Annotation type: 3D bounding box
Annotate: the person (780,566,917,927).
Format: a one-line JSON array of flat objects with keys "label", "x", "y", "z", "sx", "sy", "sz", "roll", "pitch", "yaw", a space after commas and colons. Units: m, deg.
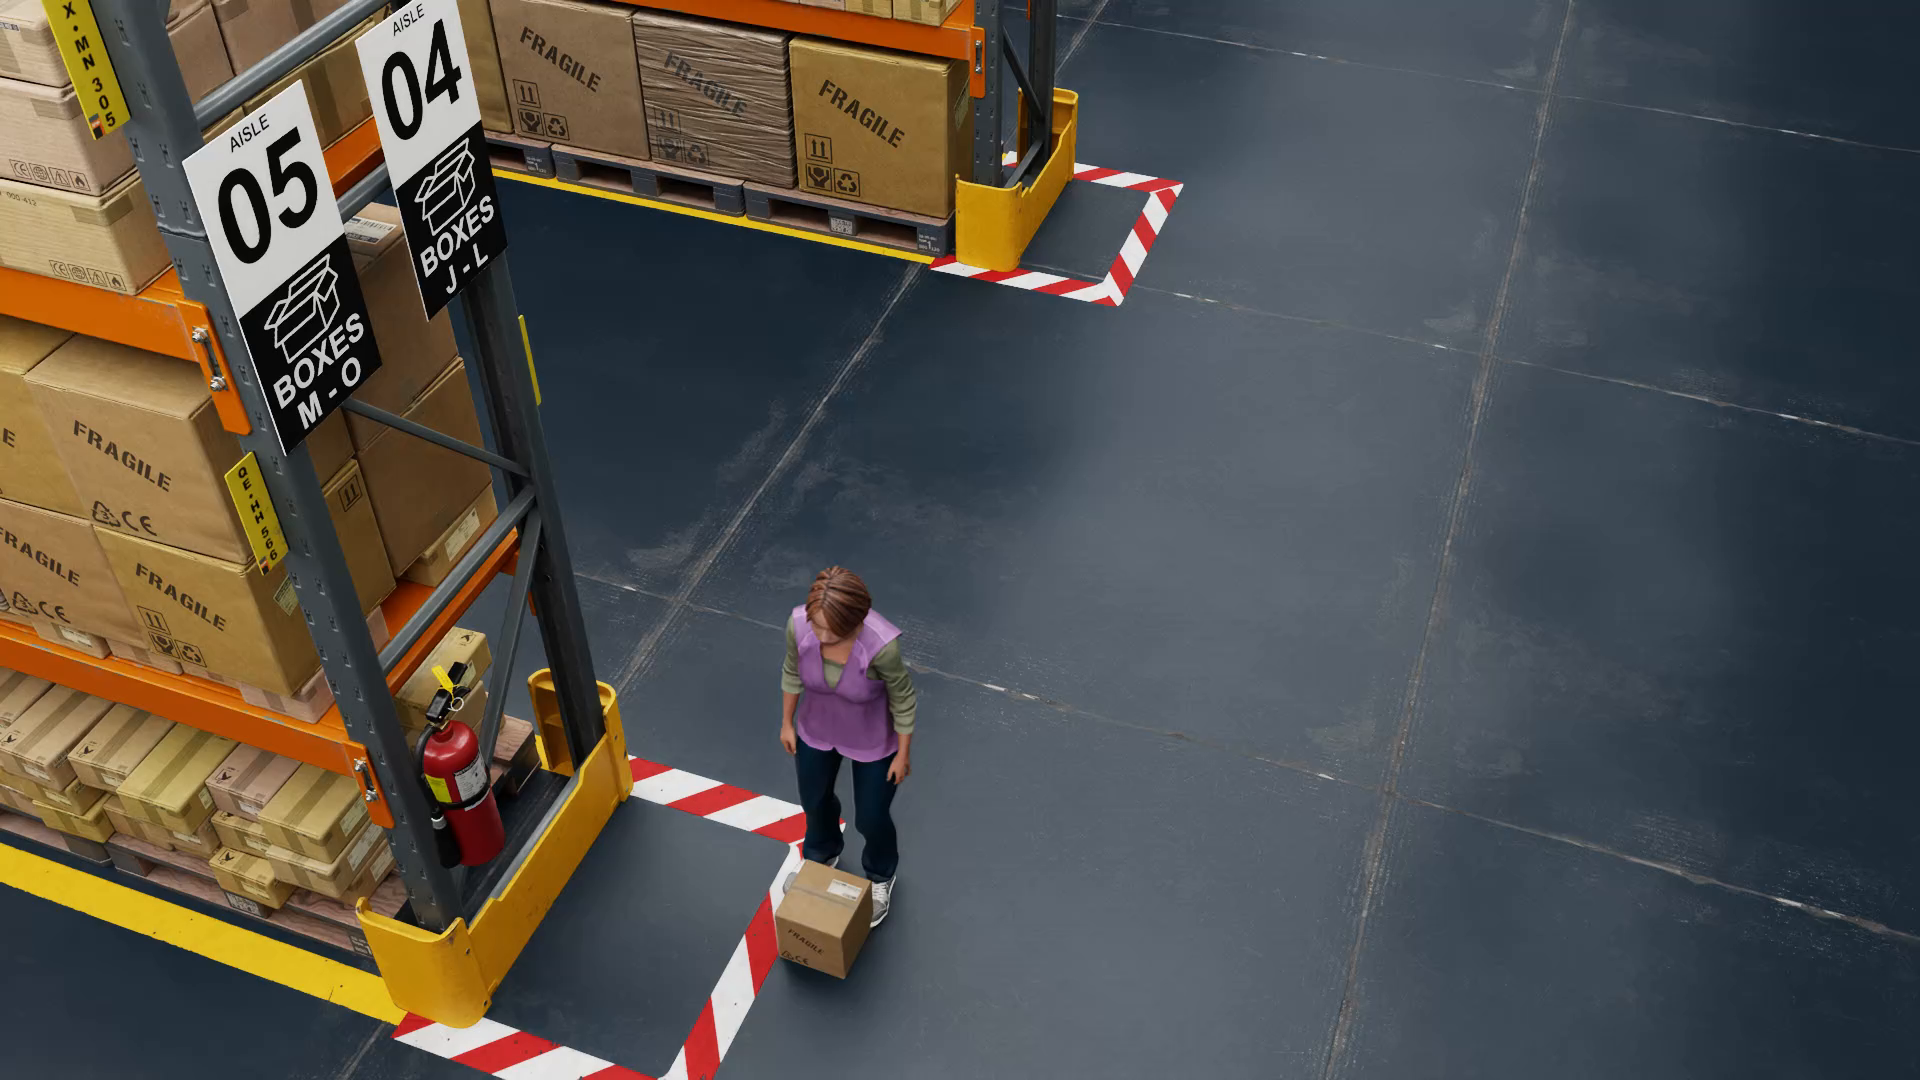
[{"label": "person", "x": -0.372, "y": 0.652, "z": 5.447, "sx": 0.478, "sy": 1.591, "sz": 0.345, "roll": 14, "pitch": 44, "yaw": 15}]
